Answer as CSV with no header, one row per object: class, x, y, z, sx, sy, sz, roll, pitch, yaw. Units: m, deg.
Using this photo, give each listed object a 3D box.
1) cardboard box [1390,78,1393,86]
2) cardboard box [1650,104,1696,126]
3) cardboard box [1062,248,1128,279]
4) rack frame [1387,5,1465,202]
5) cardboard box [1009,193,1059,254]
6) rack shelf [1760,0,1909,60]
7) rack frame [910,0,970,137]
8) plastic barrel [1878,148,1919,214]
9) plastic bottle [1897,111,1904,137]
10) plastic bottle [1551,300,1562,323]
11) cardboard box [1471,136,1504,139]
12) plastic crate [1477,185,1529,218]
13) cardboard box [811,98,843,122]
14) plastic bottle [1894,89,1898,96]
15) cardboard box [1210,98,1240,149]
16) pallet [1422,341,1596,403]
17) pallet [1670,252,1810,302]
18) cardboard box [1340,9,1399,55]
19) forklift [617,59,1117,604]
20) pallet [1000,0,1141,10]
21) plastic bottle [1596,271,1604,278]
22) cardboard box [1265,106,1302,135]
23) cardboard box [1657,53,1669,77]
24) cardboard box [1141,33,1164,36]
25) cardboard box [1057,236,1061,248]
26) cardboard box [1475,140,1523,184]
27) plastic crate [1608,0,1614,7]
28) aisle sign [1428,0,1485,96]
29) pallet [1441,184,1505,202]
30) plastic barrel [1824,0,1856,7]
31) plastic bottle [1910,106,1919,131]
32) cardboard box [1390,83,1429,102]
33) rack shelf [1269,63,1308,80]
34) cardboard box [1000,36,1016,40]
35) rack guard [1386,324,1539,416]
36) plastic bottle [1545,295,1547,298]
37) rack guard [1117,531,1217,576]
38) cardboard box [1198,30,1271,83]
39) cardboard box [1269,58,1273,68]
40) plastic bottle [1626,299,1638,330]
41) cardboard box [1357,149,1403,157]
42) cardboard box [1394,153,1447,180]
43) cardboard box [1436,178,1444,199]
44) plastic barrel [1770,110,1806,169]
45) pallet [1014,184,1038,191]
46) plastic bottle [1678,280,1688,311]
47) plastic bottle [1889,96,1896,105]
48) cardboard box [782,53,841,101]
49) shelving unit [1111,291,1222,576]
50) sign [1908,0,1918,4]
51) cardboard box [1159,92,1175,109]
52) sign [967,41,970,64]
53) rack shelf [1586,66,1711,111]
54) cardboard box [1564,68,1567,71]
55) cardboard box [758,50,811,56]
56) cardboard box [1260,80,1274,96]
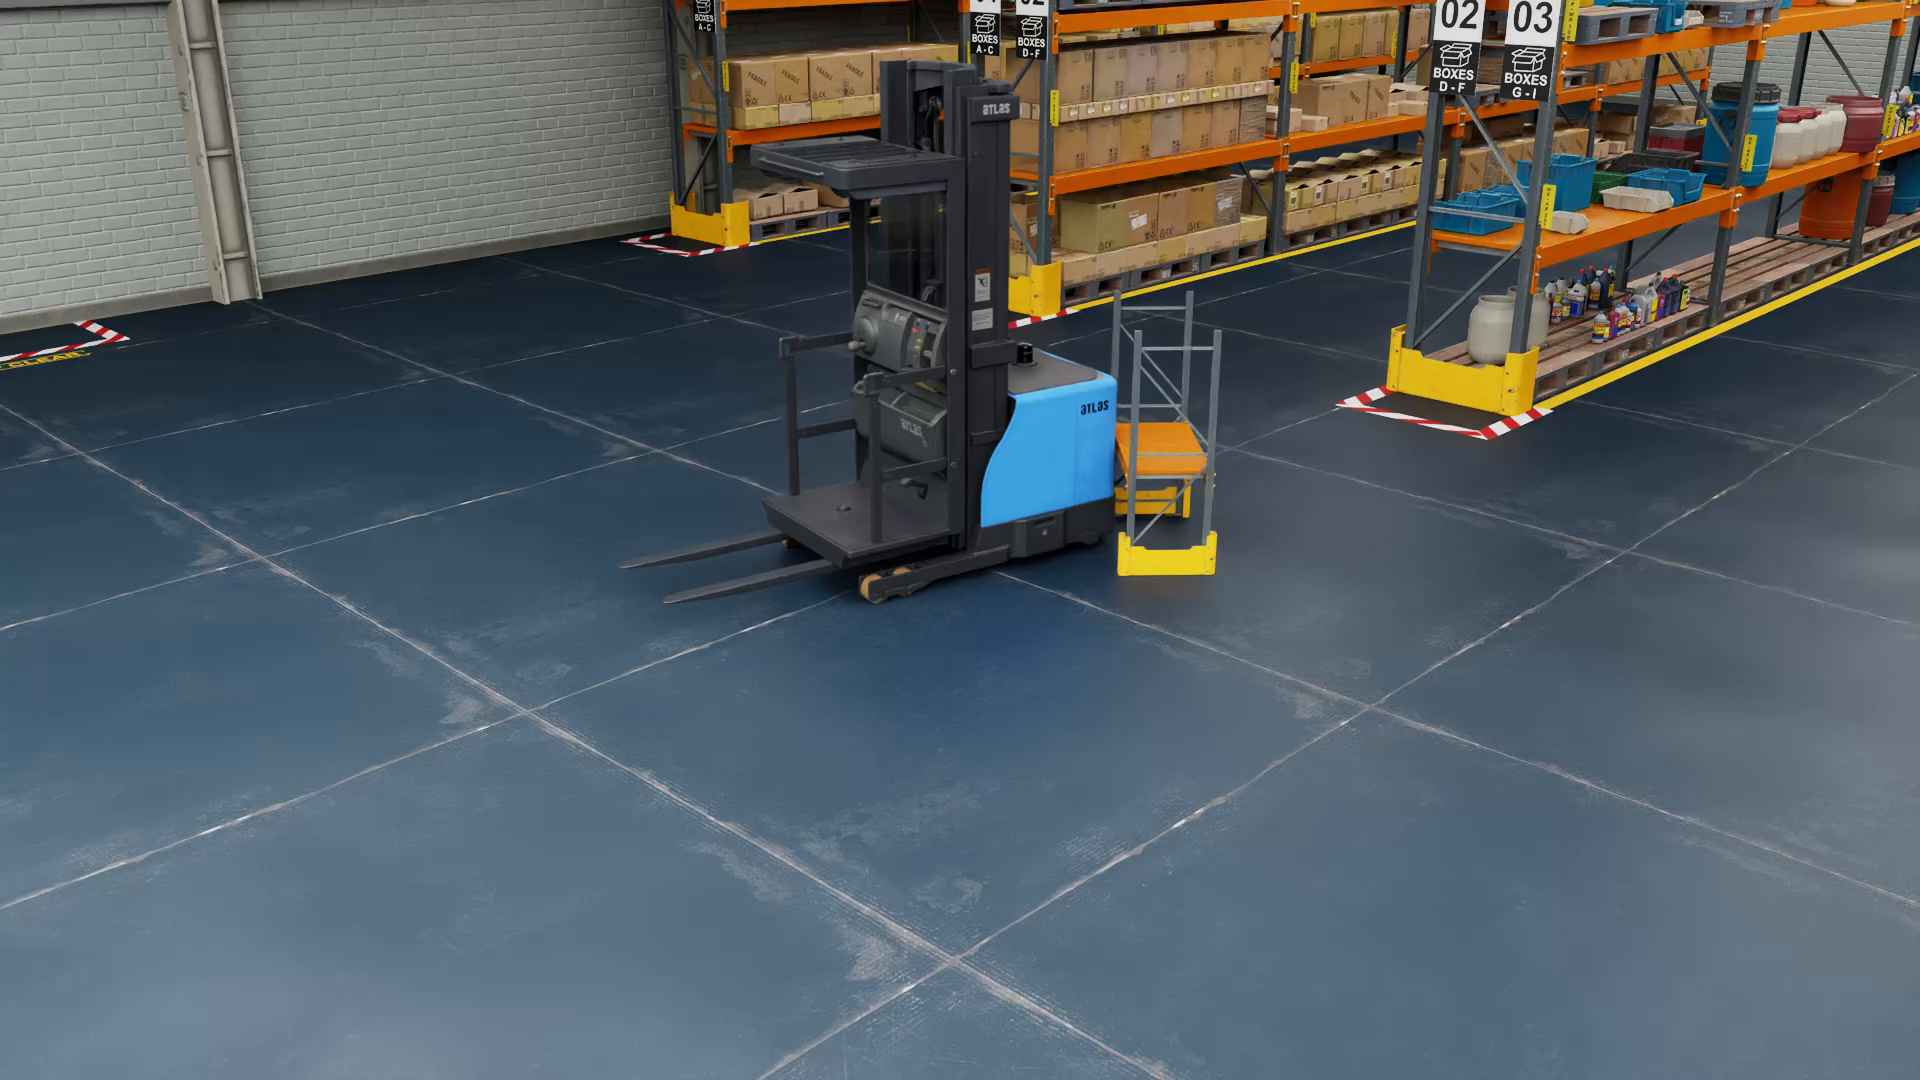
cardboard box,7.553,-8.101,29.466,0.250,0.149,0.380,-19,28,-41
cardboard box,11.455,-6.717,26.741,0.500,0.500,0.500,19,28,41
cardboard box,1.376,-2.891,17.163,0.500,0.250,0.500,19,28,41
rack frame,6.077,-5.824,21.545,1.000,3.000,0.127,19,28,41
cardboard box,0.657,-3.242,17.031,0.500,0.500,0.500,19,28,41
rack shelf,8.229,-5.133,16.571,1.077,0.370,4.000,19,28,41
rack frame,-0.265,-6.034,22.093,1.000,3.000,0.127,19,28,41
plastic barrel,11.529,-4.510,20.467,0.600,0.901,0.708,19,28,41
plastic bottle,10.606,-4.701,18.786,0.061,0.283,0.133,19,28,41
plastic bottle,5.405,-2.075,15.079,0.097,0.201,0.097,0,21,0
cardboard box,7.285,-5.431,23.394,0.500,0.500,0.500,18,27,39
plastic crate,4.635,-2.826,13.954,0.499,0.251,0.408,19,28,41
cardboard box,-1.776,-5.258,20.254,0.500,0.250,0.500,19,28,40
plastic bottle,11.760,-5.535,20.957,0.061,0.283,0.133,19,28,41
cardboard box,2.619,-4.589,18.194,0.700,0.500,0.500,19,28,40
pallet,4.633,-1.464,14.089,1.003,0.211,1.213,19,28,41
pallet,8.205,-2.780,17.513,1.003,0.211,1.213,19,28,41
cardboard box,7.258,-8.936,29.223,0.980,0.700,0.700,19,28,40
forklift,-0.531,-1.216,9.652,3.031,2.935,1.130,-13,25,-31
pallet,1.008,-5.301,16.129,1.003,0.211,1.213,19,28,41
plastic bottle,6.091,-2.427,15.890,0.135,0.276,0.152,-19,28,-40
cardboard box,3.599,-4.863,19.255,0.500,0.250,0.500,-18,27,-39
cardboard box,10.478,-7.353,25.385,0.500,0.500,0.500,19,28,40
cardboard box,3.048,-7.318,24.852,0.500,0.500,0.500,-19,28,-40
cardboard box,0.999,-3.023,17.506,0.500,0.250,0.500,19,28,41
cardboard box,7.314,-5.171,22.719,0.500,0.500,0.500,19,28,40
plastic crate,5.538,-4.519,14.264,0.336,0.188,0.450,19,28,41
aisle sign,3.780,-3.796,12.646,0.394,0.787,0.004,19,28,41
pallet,6.625,-4.704,22.520,1.003,0.211,1.213,19,28,41
plastic barrel,8.904,-5.533,16.801,0.301,0.262,0.301,0,21,0
plastic bottle,11.125,-4.912,19.346,0.152,0.276,0.135,19,28,41
cardboard box,5.792,-5.700,21.346,0.500,0.311,0.500,-18,27,-39
rack shelf,3.921,-7.241,26.235,1.077,0.370,4.000,19,28,41
cardboard box,0.947,-6.728,23.144,0.500,0.500,0.700,-16,26,-35
rack guard,4.062,-1.391,13.497,1.175,0.500,0.348,19,28,41
plastic bottle,5.205,-2.100,15.041,0.152,0.276,0.135,20,28,41
rack guard,1.246,0.080,10.019,0.587,0.250,0.087,-1,21,-1
cardboard box,2.982,-5.332,18.319,0.700,0.500,0.500,19,28,41
cardboard box,4.769,-7.616,26.531,0.380,0.149,0.250,19,28,41
plastic bottle,5.981,-2.012,14.819,0.097,0.271,0.097,0,21,0
cardboard box,5.502,-4.937,21.704,0.500,0.311,0.500,-19,28,-40
cardboard box,5.888,-4.802,21.352,0.500,0.311,0.500,-19,28,-41
cardboard box,5.885,-4.540,21.452,0.500,0.250,0.500,-19,28,-41
plastic barrel,8.170,-3.998,16.605,0.433,0.535,0.433,0,21,0
pallet,1.128,-5.248,23.935,1.003,0.211,1.213,19,28,41
plastic bottle,6.734,-2.286,15.514,0.133,0.283,0.061,-18,28,-39
plastic bottle,11.281,-5.254,20.235,0.152,0.276,0.135,19,28,41
cardboard box,-1.790,-5.599,20.096,0.500,0.500,0.500,18,27,39
shelving unit,1.233,-0.682,10.260,0.587,1.500,1.083,-1,21,-1
sign,10.023,-5.798,17.444,0.100,0.325,0.005,19,28,41
cardboard box,1.997,-4.559,17.210,0.380,0.149,0.250,20,28,41
sign,0.129,-6.305,21.590,0.100,0.325,0.005,19,28,41
rack shelf,10.263,-7.030,25.687,1.077,0.370,4.000,19,28,41
cardboard box,8.377,-7.029,23.956,0.700,0.500,0.500,9,23,23
cardboard box,-2.163,-5.731,20.439,0.500,0.500,0.500,18,28,39
cardboard box,3.251,-5.021,18.414,0.380,0.149,0.250,19,28,41
